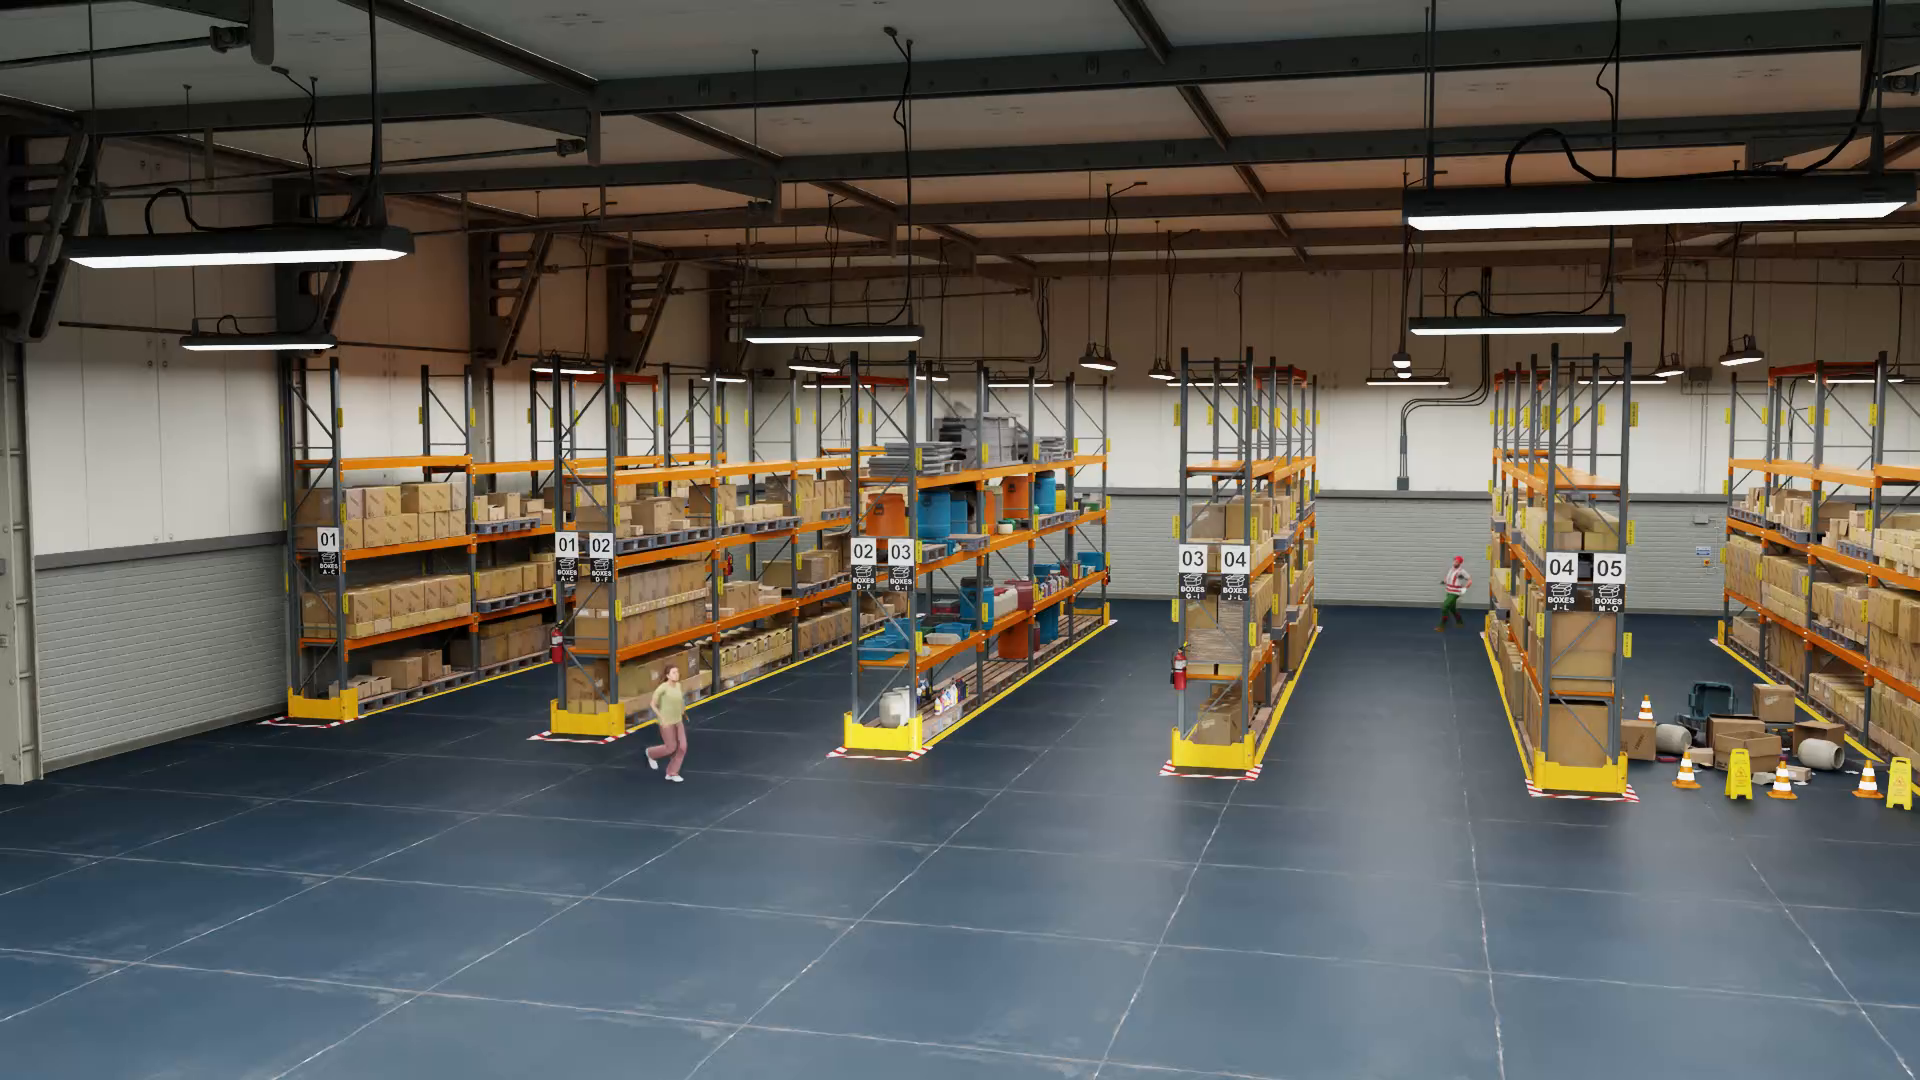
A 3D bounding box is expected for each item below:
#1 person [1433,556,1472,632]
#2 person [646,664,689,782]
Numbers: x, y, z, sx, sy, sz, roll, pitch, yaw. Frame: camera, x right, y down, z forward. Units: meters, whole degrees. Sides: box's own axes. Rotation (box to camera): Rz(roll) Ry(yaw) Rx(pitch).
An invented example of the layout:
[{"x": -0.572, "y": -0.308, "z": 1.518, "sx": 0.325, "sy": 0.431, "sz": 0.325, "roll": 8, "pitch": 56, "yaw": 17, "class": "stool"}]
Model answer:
[{"x": 11.487, "y": 1.258, "z": 38.768, "sx": 0.866, "sy": 1.793, "sz": 0.719, "roll": -1, "pitch": 4, "yaw": -15, "class": "person"}, {"x": -4.056, "y": 2.515, "z": 23.000, "sx": 0.623, "sy": 1.617, "sz": 0.572, "roll": 3, "pitch": 5, "yaw": 39, "class": "person"}]
